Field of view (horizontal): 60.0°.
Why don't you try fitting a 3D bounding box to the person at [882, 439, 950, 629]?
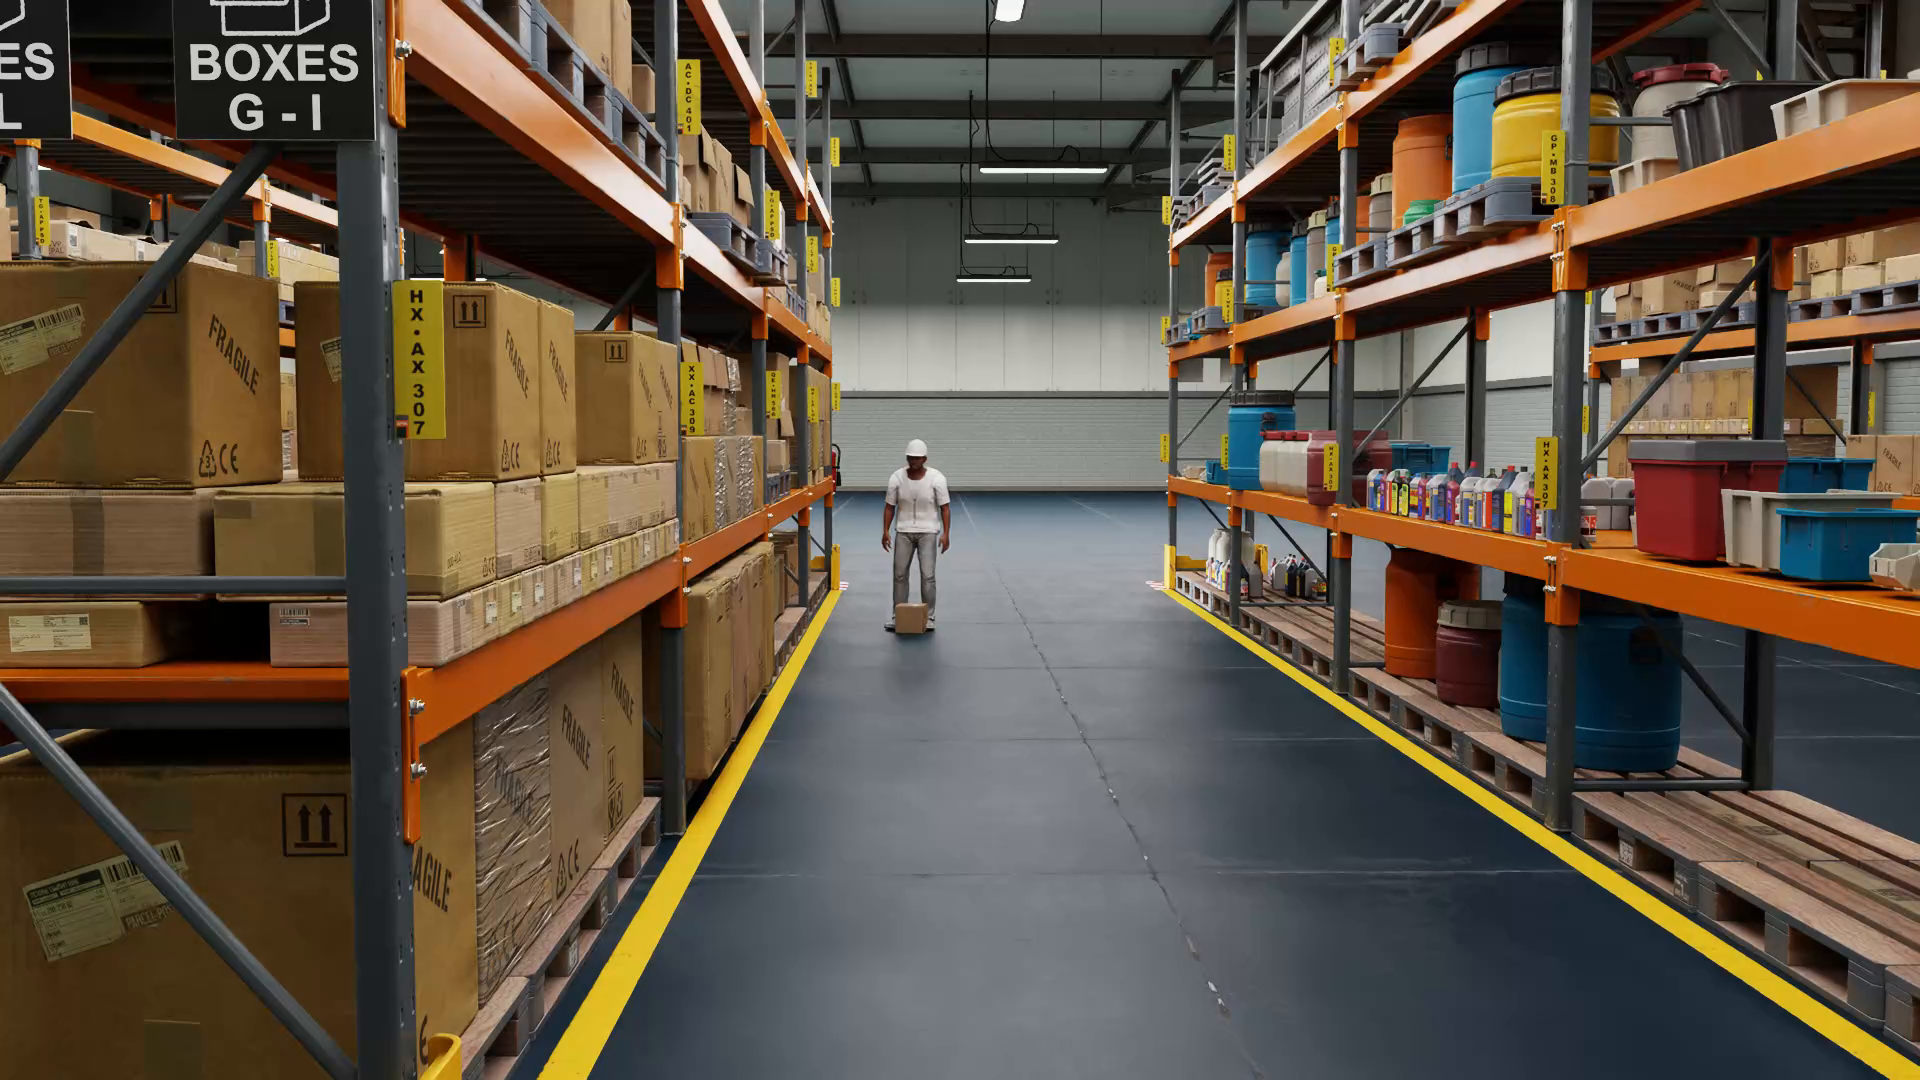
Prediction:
[{"bbox_3d":[-0.409,-0.051,15.383,0.636,1.760,0.462,1,4,11],"label":"person"}]
